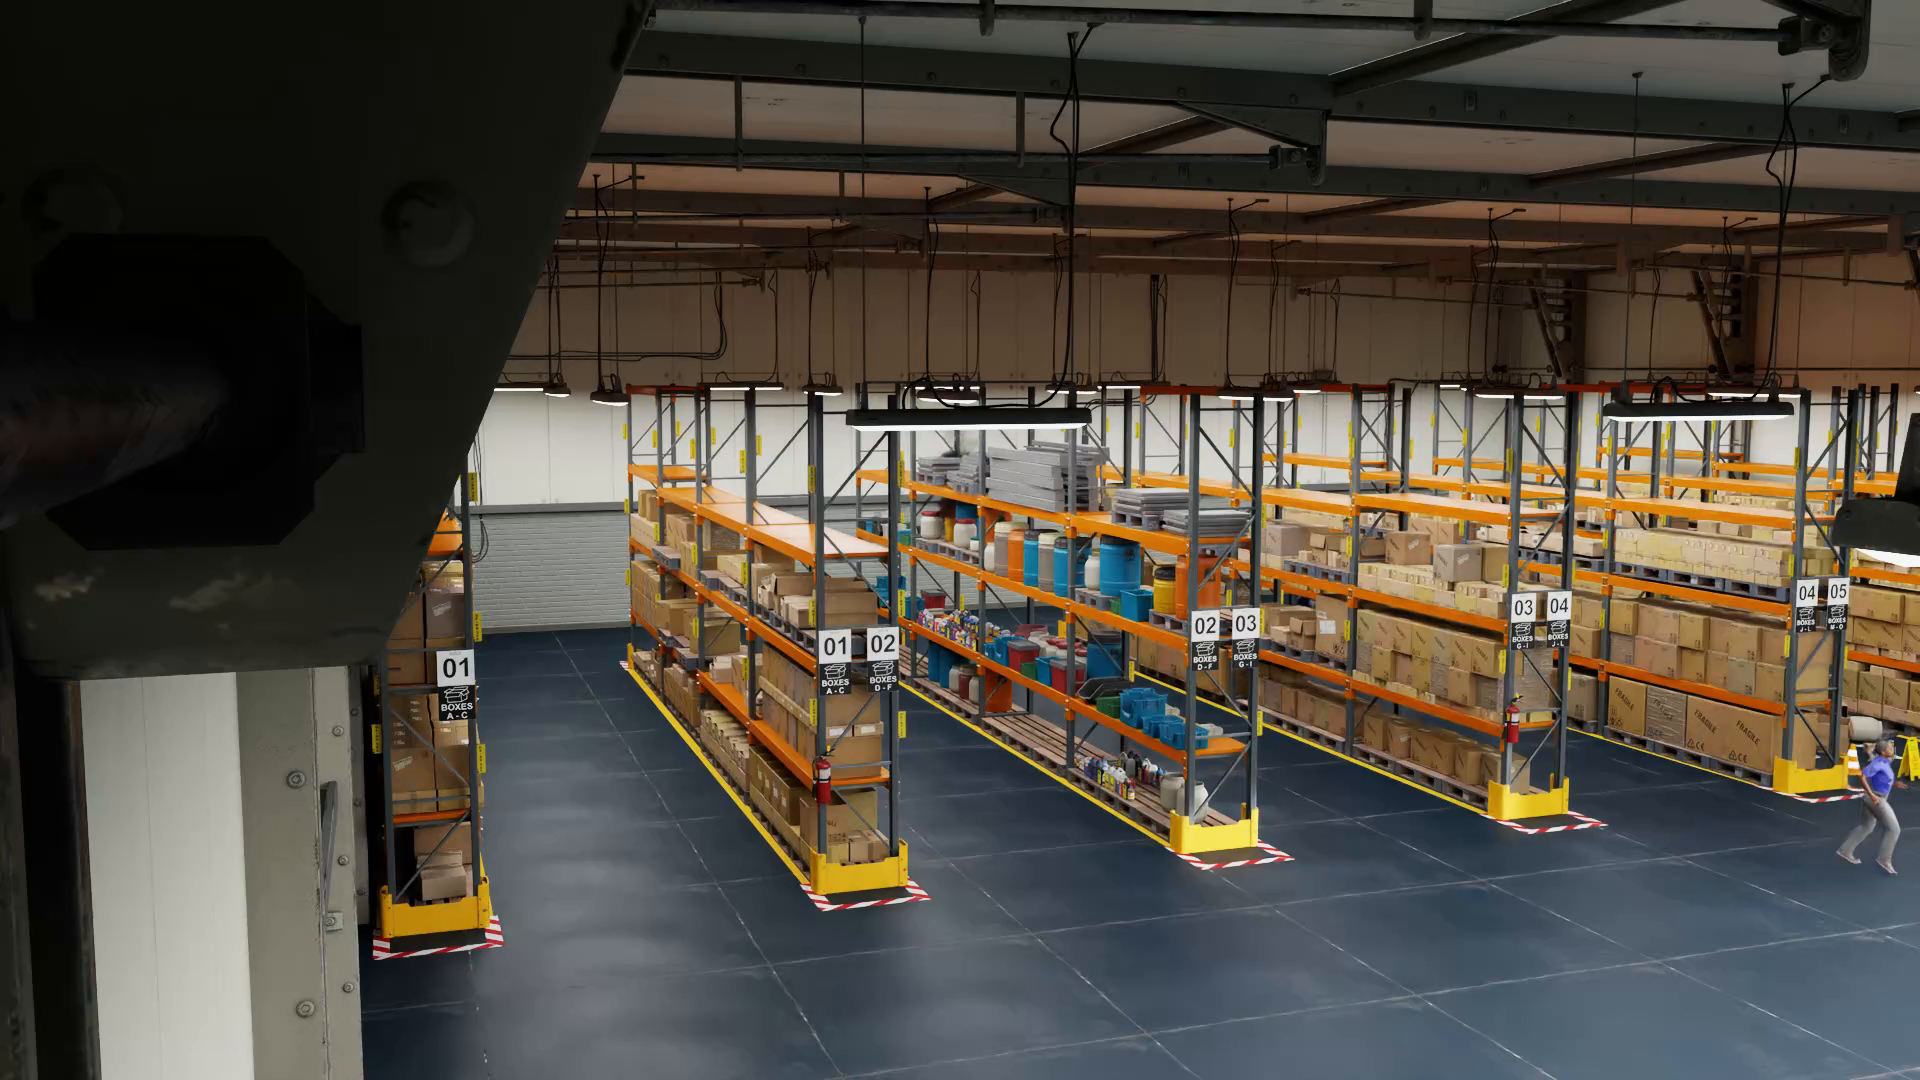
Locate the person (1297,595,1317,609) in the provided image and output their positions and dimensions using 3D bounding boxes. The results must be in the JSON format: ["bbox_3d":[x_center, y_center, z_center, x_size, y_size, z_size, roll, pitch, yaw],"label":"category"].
[{"bbox_3d":[8.765,1.146,41.930,0.736,1.756,0.668,-2,6,-22],"label":"person"}]

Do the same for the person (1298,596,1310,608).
[{"bbox_3d":[8.507,1.309,41.046,0.571,1.611,0.642,5,8,41],"label":"person"}]

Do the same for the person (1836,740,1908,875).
[{"bbox_3d":[11.536,3.354,21.001,0.736,1.714,0.560,2,6,23],"label":"person"}]
